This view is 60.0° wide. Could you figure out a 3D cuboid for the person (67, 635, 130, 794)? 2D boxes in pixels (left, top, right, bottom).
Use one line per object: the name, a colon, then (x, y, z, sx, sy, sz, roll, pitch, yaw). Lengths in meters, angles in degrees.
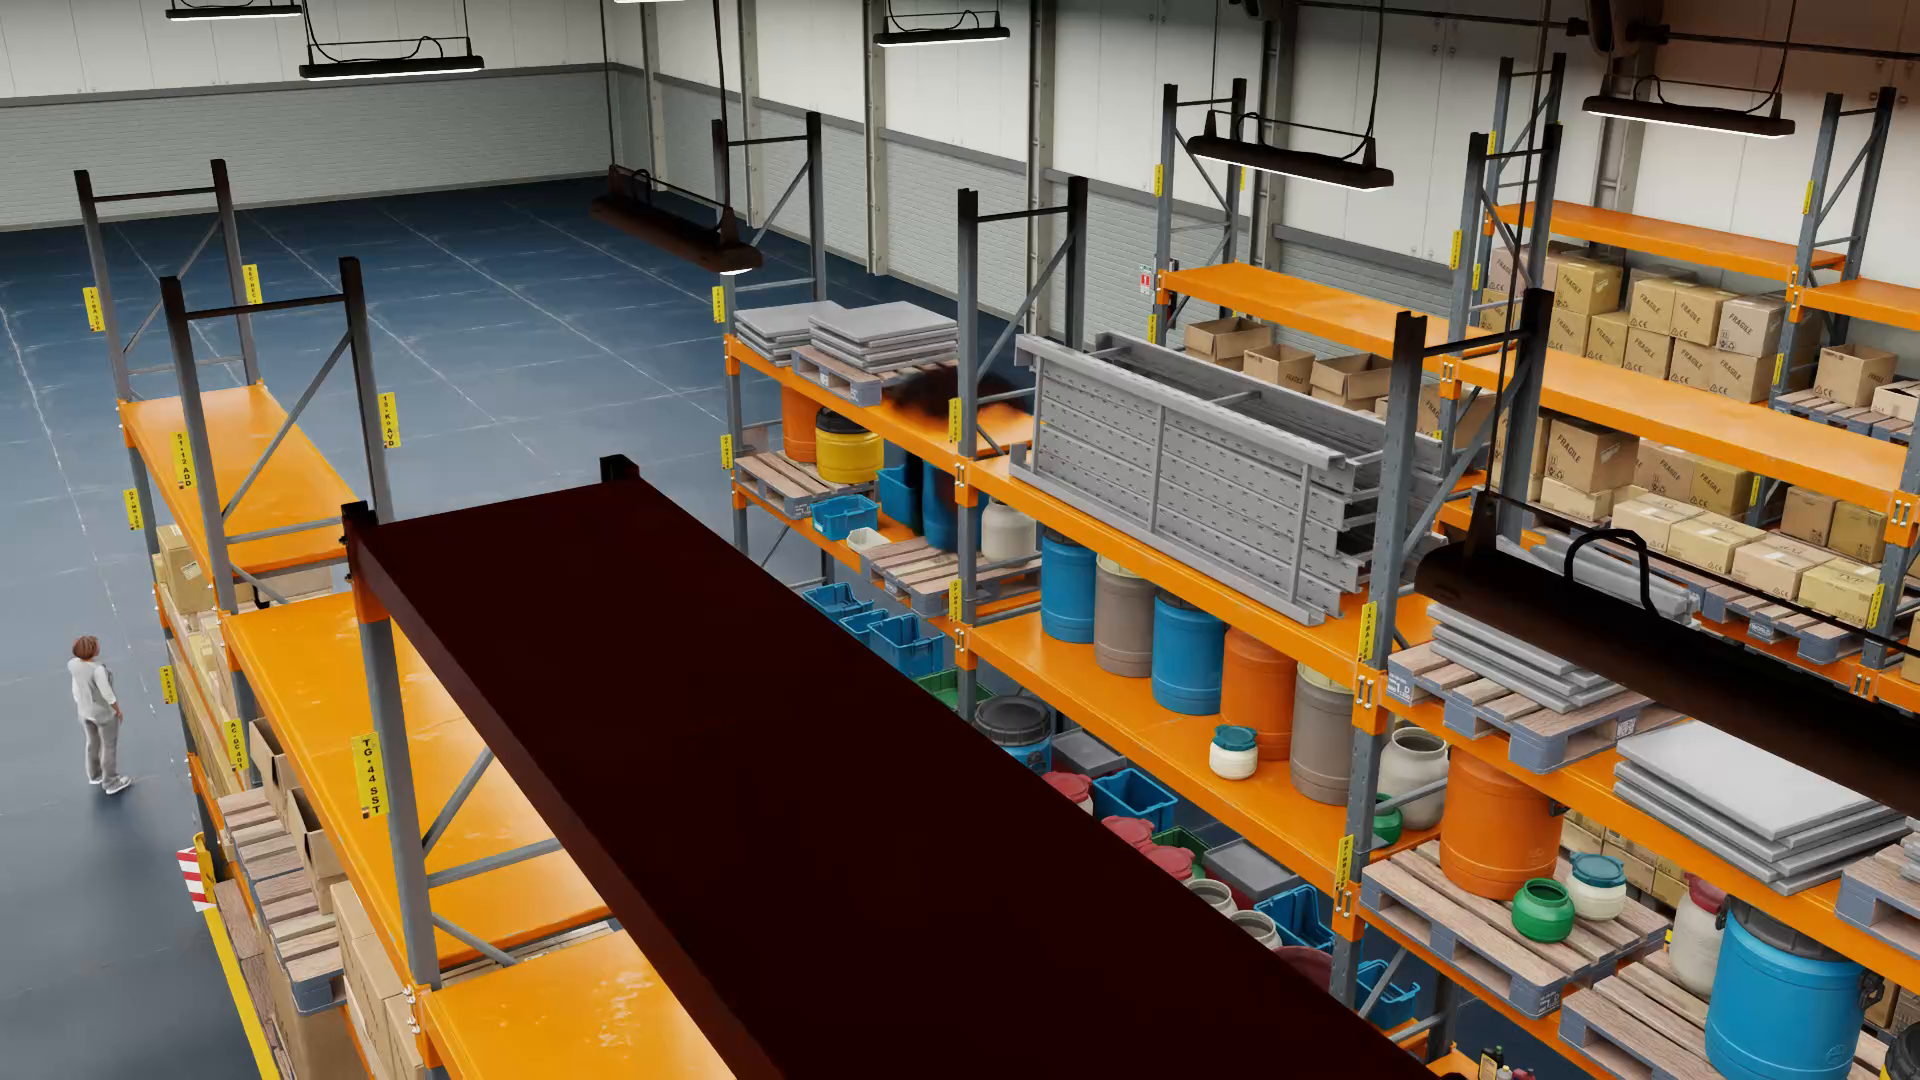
person: (-7.925, 1.594, 15.317, 0.493, 1.577, 0.379, 6, 23, 16)
